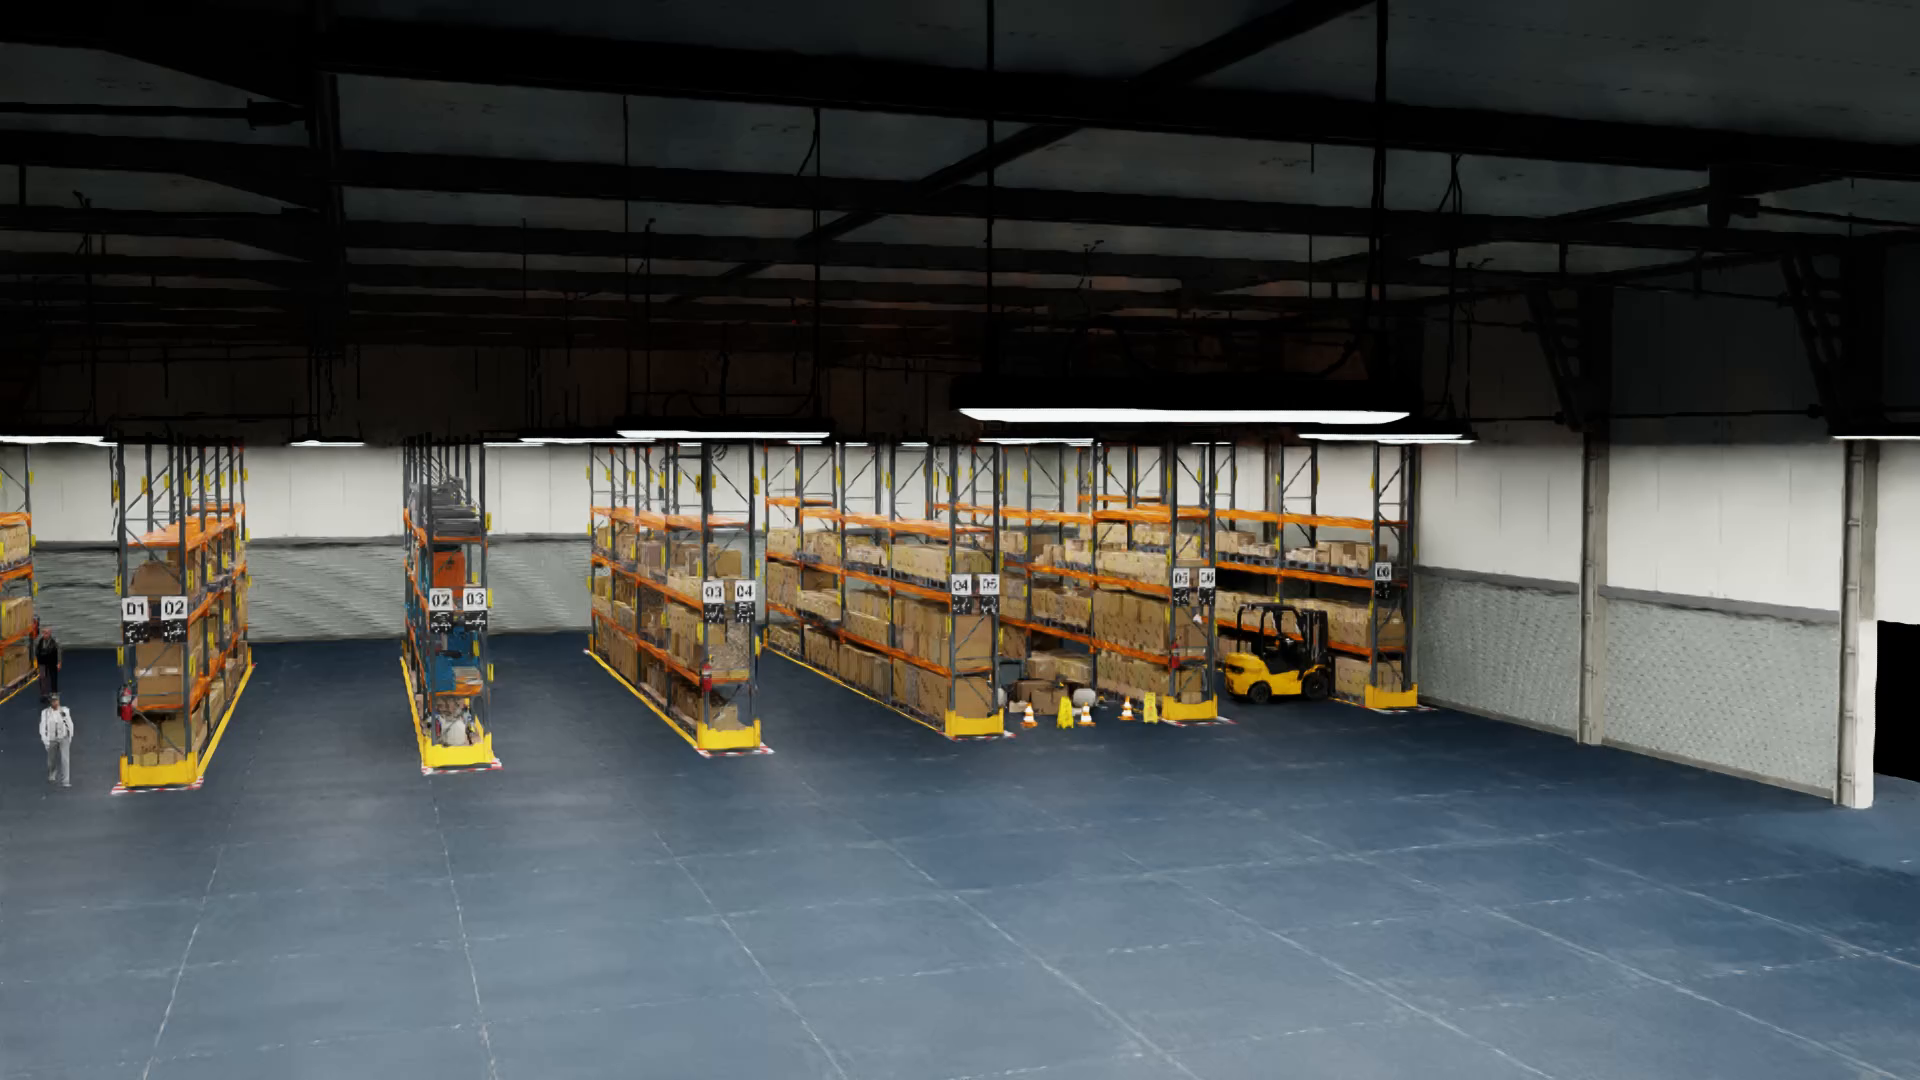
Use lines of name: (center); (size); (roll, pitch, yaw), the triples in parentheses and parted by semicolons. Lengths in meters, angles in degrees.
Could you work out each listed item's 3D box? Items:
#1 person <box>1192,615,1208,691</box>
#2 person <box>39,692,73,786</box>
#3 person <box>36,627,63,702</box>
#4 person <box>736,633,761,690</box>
person: (5.559, 2.651, 39.177); (0.576, 1.768, 0.626); (1, 3, 11)
person: (-15.277, 3.340, 28.112); (0.511, 1.598, 1.058); (-2, 4, -29)
person: (-20.656, 2.797, 37.720); (0.553, 1.673, 1.030); (-1, 3, -21)
person: (-4.995, 2.762, 39.184); (0.625, 1.596, 0.517); (-1, 3, -21)
